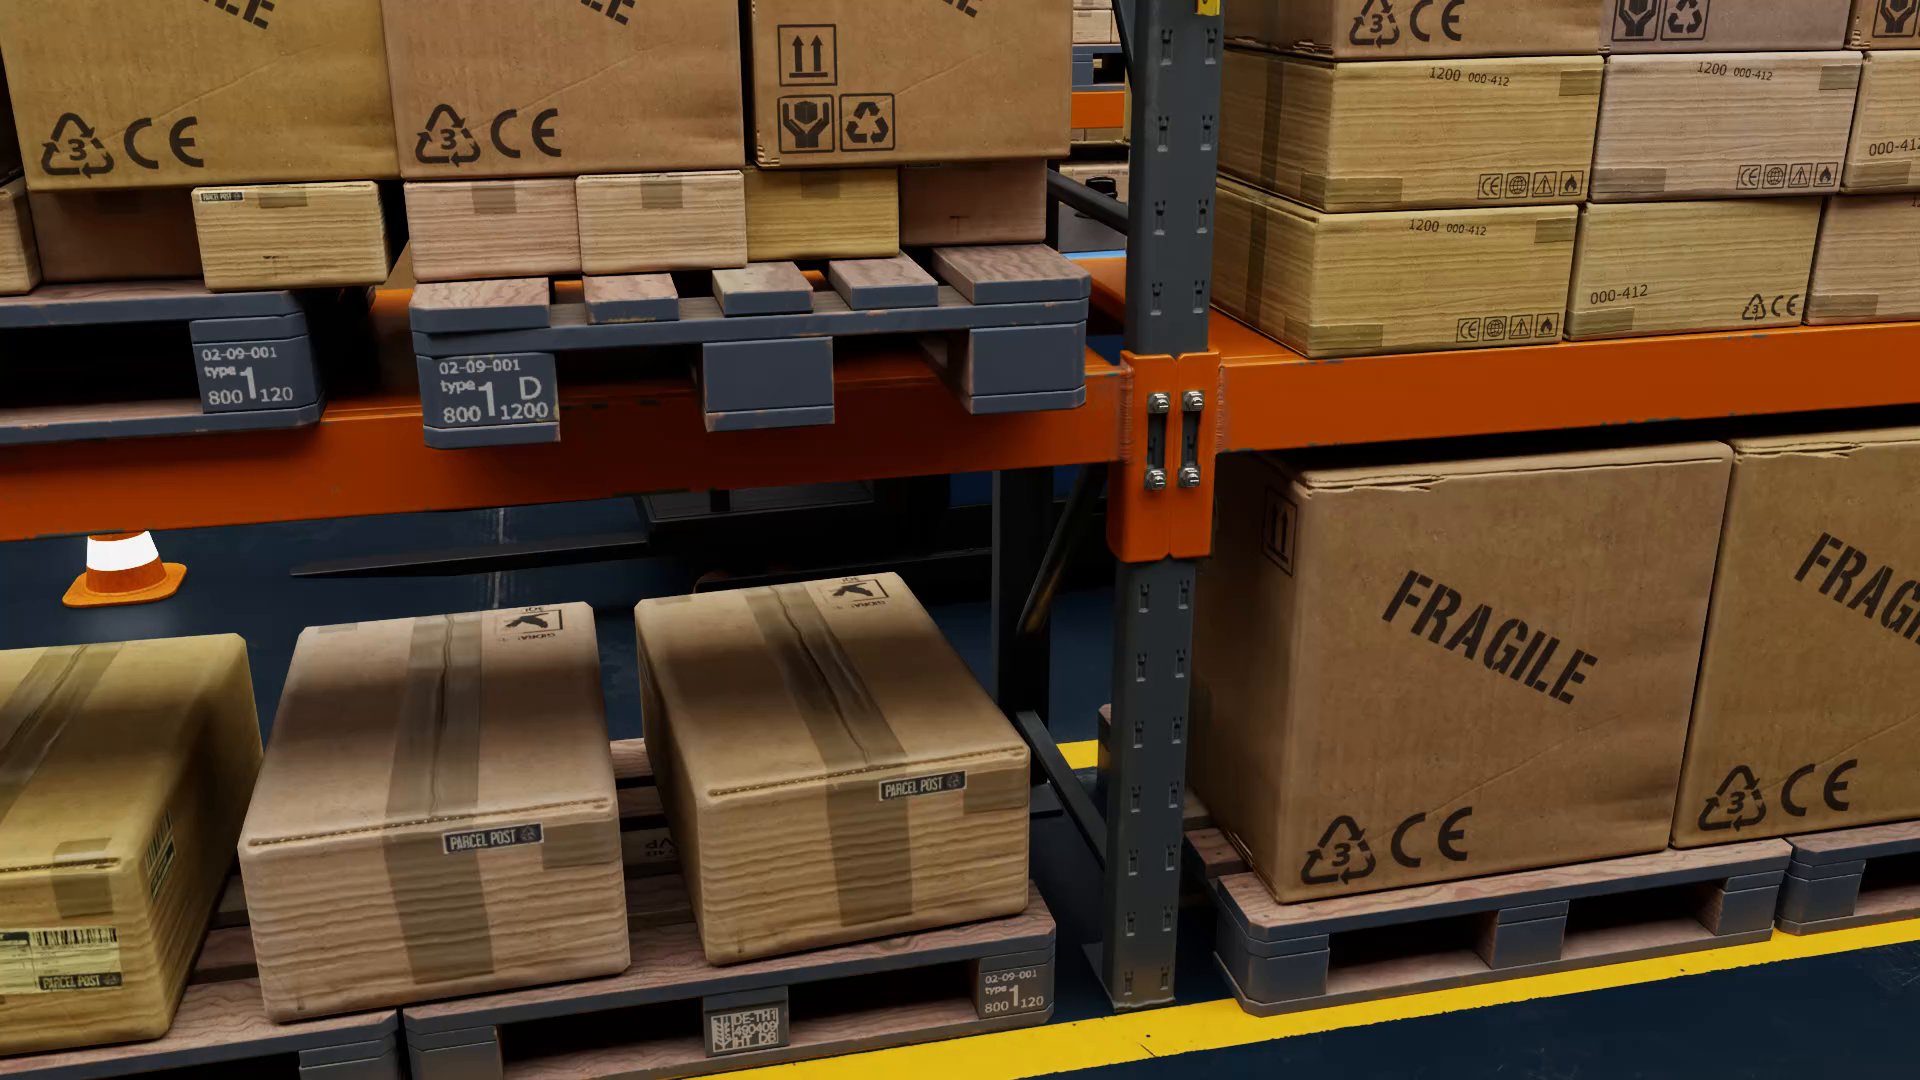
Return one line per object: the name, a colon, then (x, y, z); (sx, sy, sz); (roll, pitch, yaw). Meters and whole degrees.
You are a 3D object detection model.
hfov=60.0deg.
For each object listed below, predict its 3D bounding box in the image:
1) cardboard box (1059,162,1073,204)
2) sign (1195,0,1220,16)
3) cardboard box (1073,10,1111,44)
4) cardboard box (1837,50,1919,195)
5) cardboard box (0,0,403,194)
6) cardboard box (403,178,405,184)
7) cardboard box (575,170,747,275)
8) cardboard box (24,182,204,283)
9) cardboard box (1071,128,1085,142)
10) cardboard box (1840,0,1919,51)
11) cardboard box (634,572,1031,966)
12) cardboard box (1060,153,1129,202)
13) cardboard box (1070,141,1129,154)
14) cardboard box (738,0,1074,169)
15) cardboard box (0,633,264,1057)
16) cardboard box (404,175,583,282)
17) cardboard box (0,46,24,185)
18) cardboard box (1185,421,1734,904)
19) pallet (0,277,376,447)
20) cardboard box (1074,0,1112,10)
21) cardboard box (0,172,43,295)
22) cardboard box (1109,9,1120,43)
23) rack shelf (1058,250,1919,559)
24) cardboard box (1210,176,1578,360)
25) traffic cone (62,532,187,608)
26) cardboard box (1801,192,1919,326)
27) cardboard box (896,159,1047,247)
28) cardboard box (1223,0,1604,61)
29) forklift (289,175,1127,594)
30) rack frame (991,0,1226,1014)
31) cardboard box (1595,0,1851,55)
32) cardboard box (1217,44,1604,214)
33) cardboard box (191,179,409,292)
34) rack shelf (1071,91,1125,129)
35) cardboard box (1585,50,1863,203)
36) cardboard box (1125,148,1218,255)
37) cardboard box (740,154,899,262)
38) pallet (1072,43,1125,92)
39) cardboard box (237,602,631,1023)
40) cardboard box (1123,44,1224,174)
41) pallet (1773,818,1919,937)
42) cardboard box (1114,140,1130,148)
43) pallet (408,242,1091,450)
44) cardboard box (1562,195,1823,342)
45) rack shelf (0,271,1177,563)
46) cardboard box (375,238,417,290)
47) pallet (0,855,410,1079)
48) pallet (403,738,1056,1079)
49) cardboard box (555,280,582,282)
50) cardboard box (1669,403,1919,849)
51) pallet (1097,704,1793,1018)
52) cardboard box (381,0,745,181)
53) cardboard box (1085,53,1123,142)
cardboard box: (0.233, -1.686, 7.991); (0.500, 0.250, 0.500); (-5, 21, -13)
sign: (0.384, -0.974, 2.544); (0.005, 0.325, 0.100); (-5, 21, -12)
cardboard box: (0.539, -2.431, 7.844); (0.250, 0.149, 0.380); (-4, 20, -11)
cardboard box: (1.791, -0.846, 3.254); (0.500, 0.250, 0.500); (-5, 21, -13)
cardboard box: (-1.120, -0.818, 2.499); (0.500, 0.500, 0.500); (-6, 21, -16)
cardboard box: (-0.941, -0.732, 3.206); (0.250, 0.149, 0.380); (-5, 21, -12)
cardboard box: (-0.494, -0.542, 2.689); (0.250, 0.149, 0.380); (-5, 21, -13)
cardboard box: (-1.279, -0.521, 2.630); (0.250, 0.149, 0.380); (-4, 21, -12)
cardboard box: (0.375, -3.353, 13.086); (0.875, 0.875, 1.225); (-5, 21, -14)
cardboard box: (1.774, -1.200, 3.131); (0.500, 0.500, 0.500); (-4, 21, -11)
cardboard box: (-0.302, 0.430, 3.490); (0.625, 0.372, 0.950); (-6, 21, -16)
cardboard box: (0.718, -1.721, 8.086); (0.500, 0.250, 0.500); (-4, 21, -12)
cardboard box: (0.605, -1.893, 8.555); (0.500, 0.250, 0.500); (-4, 21, -11)
cardboard box: (-0.128, -0.903, 2.730); (0.500, 0.500, 0.500); (-5, 21, -14)
cardboard box: (-1.758, 0.549, 3.165); (0.625, 0.372, 0.950); (-4, 20, -11)
cardboard box: (-0.741, -0.525, 2.642); (0.250, 0.149, 0.380); (-6, 21, -15)
cardboard box: (-1.651, -0.775, 2.381); (0.500, 0.500, 0.500); (-6, 21, -15)
cardboard box: (0.941, 0.125, 3.590); (0.875, 0.875, 0.875); (-5, 21, -13)
pallet: (-1.667, -0.388, 2.791); (1.213, 0.211, 1.003); (-5, 21, -12)
cardboard box: (0.540, -2.571, 7.794); (0.250, 0.149, 0.380); (-5, 21, -12)
cardboard box: (-1.504, -0.474, 2.501); (0.250, 0.149, 0.380); (-5, 21, -14)
cardboard box: (0.784, -2.450, 7.896); (0.250, 0.149, 0.380); (-4, 21, -12)
rack shelf: (2.196, -0.469, 3.779); (4.000, 0.370, 1.077); (-5, 21, -12)
cardboard box: (0.784, -0.532, 3.125); (0.500, 0.250, 0.500); (-5, 21, -13)
traffic cone: (-2.706, -0.065, 5.319); (0.334, 0.463, 0.336); (-5, 21, -12)
cardboard box: (1.792, -0.618, 3.360); (0.500, 0.250, 0.500); (-4, 20, -11)
cardboard box: (-0.015, -0.623, 2.908); (0.250, 0.149, 0.380); (-4, 20, -10)
cardboard box: (0.786, -1.122, 2.917); (0.500, 0.500, 0.500); (-5, 21, -14)
forklift: (-0.606, -1.316, 5.147); (3.031, 2.935, 1.130); (-6, 21, -15)
rack frame: (0.250, -0.648, 3.223); (0.127, 3.000, 1.000); (-5, 21, -12)
cardboard box: (1.267, -1.164, 3.033); (0.500, 0.500, 0.500); (-5, 21, -12)
cardboard box: (0.800, -0.770, 3.047); (0.500, 0.250, 0.500); (-5, 21, -13)
cardboard box: (-1.005, -0.499, 2.570); (0.250, 0.149, 0.380); (-4, 21, -12)
rack shelf: (0.959, -2.118, 8.281); (4.000, 0.370, 1.077); (-5, 21, -12)
cardboard box: (1.303, -0.811, 3.158); (0.500, 0.250, 0.500); (-4, 21, -11)
cardboard box: (0.683, -0.705, 3.596); (0.500, 0.250, 0.500); (-5, 21, -14)
cardboard box: (-0.259, -0.577, 2.784); (0.250, 0.149, 0.380); (-4, 21, -12)
pallet: (0.930, -2.377, 8.223); (1.213, 0.211, 1.003); (-5, 21, -12)
cardboard box: (-1.018, 0.491, 3.323); (0.625, 0.372, 0.950); (-5, 21, -14)
cardboard box: (0.663, -0.936, 3.500); (0.500, 0.250, 0.500); (-5, 21, -13)
pallet: (2.220, 0.529, 4.065); (1.213, 0.211, 1.003); (-5, 21, -12)
cardboard box: (1.111, -1.937, 8.676); (0.500, 0.250, 0.500); (-4, 20, -10)
pallet: (-0.419, -0.466, 3.005); (1.003, 0.211, 1.213); (-5, 21, -12)
cardboard box: (1.280, -0.579, 3.252); (0.500, 0.250, 0.500); (-5, 21, -14)
rack shelf: (-1.696, -0.152, 2.915); (4.000, 0.370, 1.077); (-5, 21, -12)
cardboard box: (-2.451, -1.350, 7.798); (0.750, 0.750, 1.050); (-4, 21, -12)
pallet: (-1.696, 0.818, 3.275); (1.213, 0.211, 1.003); (-5, 21, -12)
pallet: (-0.511, 0.722, 3.535); (1.213, 0.211, 1.003); (-5, 21, -12)
cardboard box: (-1.601, -1.420, 7.990); (0.750, 0.750, 1.050); (-5, 21, -13)
cardboard box: (1.810, 0.056, 3.779); (0.875, 0.875, 0.875); (-4, 21, -12)
pallet: (1.035, 0.624, 3.804); (1.213, 0.211, 1.003); (-5, 21, -12)
cardboard box: (-0.629, -0.858, 2.609); (0.500, 0.500, 0.500); (-5, 21, -13)
cardboard box: (1.244, -3.424, 13.280); (0.875, 0.875, 1.225); (-5, 21, -12)
